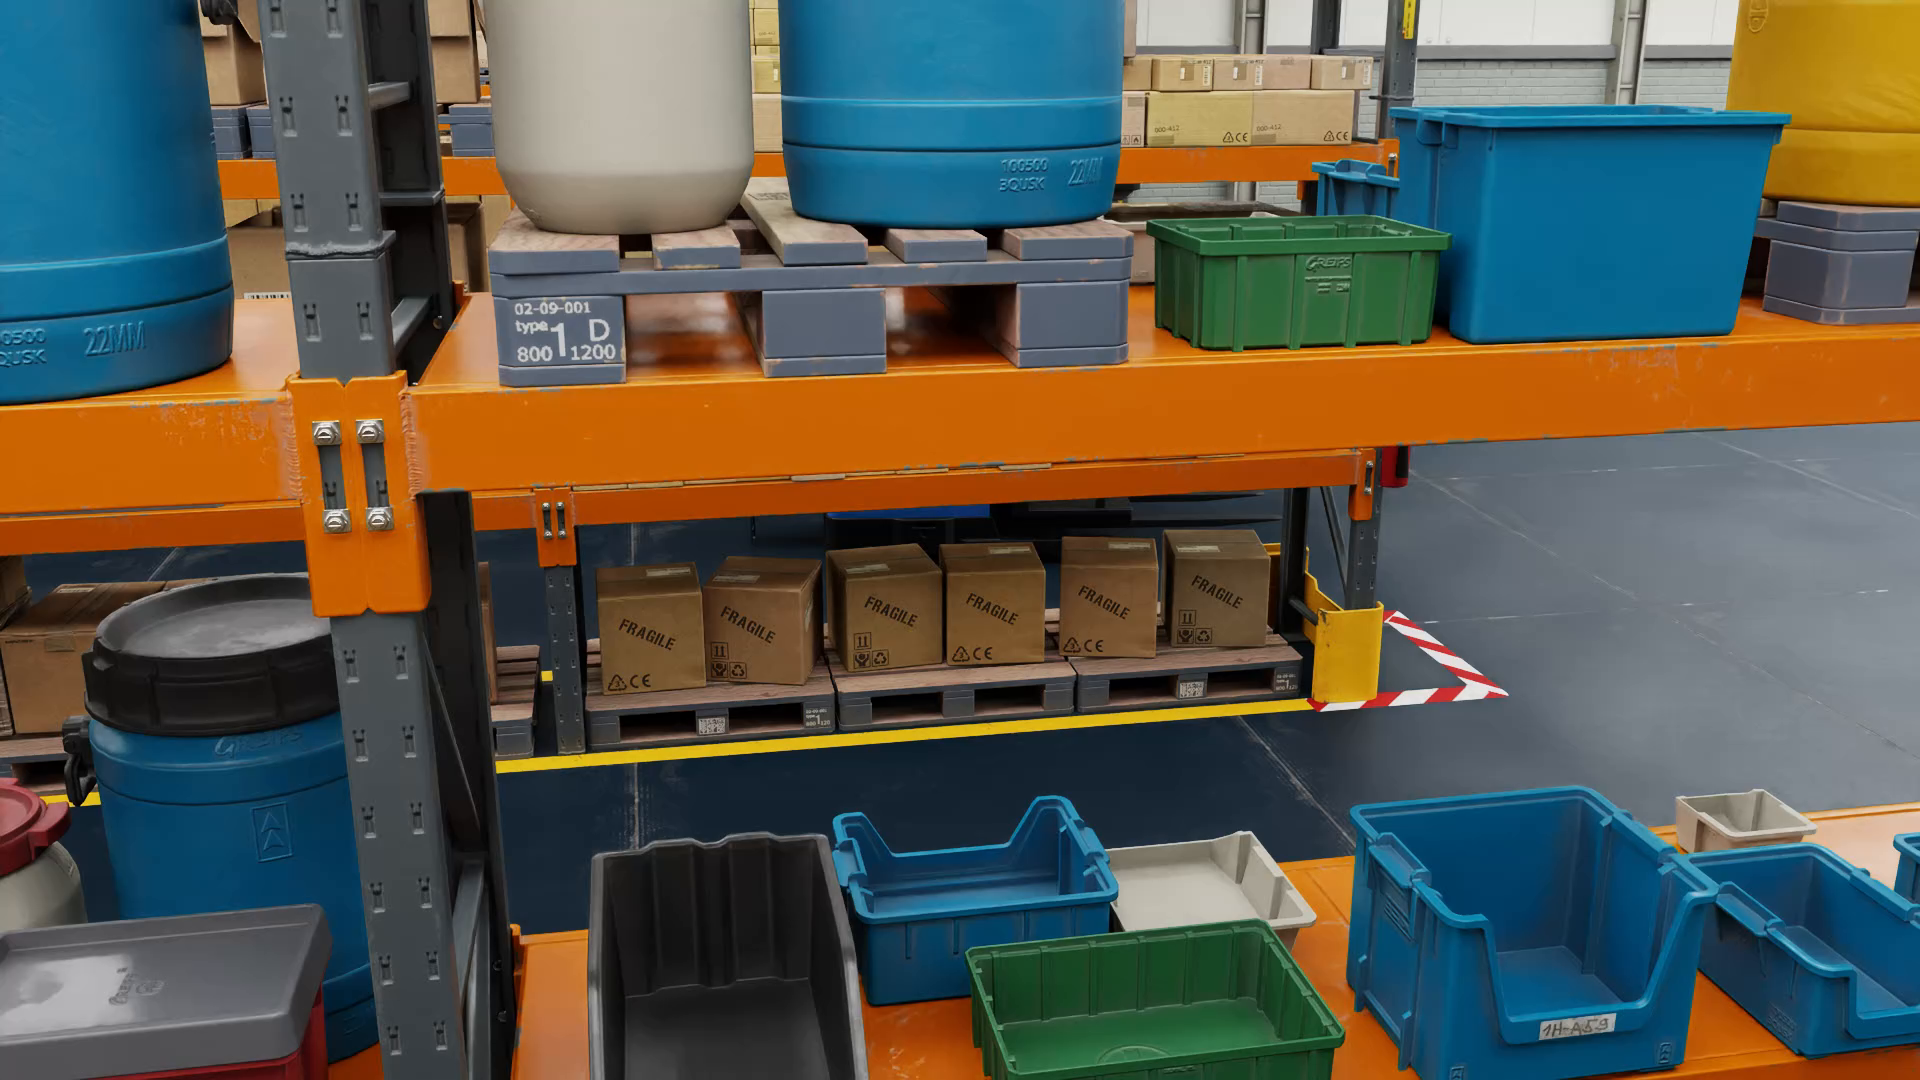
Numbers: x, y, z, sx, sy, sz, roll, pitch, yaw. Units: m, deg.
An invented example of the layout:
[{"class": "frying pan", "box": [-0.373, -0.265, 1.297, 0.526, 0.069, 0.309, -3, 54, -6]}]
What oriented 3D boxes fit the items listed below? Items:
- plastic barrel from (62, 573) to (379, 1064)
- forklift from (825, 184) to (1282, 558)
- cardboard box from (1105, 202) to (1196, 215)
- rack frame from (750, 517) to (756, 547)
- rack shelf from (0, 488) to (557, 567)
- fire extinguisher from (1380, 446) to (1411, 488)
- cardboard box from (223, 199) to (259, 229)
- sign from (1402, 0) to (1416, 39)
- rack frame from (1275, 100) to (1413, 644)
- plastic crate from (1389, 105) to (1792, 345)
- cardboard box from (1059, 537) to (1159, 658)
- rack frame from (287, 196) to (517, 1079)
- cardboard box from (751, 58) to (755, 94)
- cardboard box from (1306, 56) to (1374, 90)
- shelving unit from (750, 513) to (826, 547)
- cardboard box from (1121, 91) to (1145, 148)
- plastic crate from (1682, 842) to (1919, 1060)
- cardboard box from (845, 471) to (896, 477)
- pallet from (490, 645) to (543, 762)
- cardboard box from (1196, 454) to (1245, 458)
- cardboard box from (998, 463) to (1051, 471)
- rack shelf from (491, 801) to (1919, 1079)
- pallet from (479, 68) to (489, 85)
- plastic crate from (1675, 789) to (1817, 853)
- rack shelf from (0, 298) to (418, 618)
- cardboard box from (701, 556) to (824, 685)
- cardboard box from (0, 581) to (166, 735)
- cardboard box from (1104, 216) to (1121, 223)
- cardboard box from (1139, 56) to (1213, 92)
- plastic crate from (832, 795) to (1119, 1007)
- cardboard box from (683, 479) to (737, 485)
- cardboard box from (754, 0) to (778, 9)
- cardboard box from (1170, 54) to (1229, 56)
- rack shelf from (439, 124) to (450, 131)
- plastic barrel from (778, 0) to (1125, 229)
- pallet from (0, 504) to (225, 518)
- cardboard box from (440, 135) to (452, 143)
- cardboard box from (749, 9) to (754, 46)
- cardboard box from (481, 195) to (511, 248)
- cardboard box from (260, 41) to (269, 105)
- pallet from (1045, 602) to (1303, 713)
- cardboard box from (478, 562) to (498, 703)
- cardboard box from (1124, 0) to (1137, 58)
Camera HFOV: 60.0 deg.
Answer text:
[{"class": "plastic barrel", "box": [-1.449, 0.575, 3.476, 0.708, 0.901, 0.600, -3, 17, -10]}, {"class": "forklift", "box": [0.622, -1.409, 10.907, 3.031, 2.935, 1.130, -1, 17, -2]}, {"class": "cardboard box", "box": [0.892, -1.460, 8.576, 0.500, 0.500, 0.500, -3, 17, -10]}, {"class": "rack frame", "box": [-1.401, -0.560, 11.092, 0.015, 1.200, 0.240, -1, 17, -2]}, {"class": "rack shelf", "box": [-3.915, -0.092, 7.727, 4.000, 0.370, 1.077, -3, 17, -10]}, {"class": "fire extinguisher", "box": [2.176, -0.606, 8.309, 0.183, 0.674, 0.296, -3, 17, -10]}, {"class": "cardboard box", "box": [-5.278, -2.365, 12.031, 0.500, 0.500, 0.700, -4, 17, -11]}, {"class": "sign", "box": [2.061, -2.466, 7.614, 0.005, 0.325, 0.100, -3, 17, -10]}, {"class": "rack frame", "box": [1.976, -0.770, 8.709, 0.127, 3.000, 1.000, -3, 17, -10]}, {"class": "plastic crate", "box": [1.100, -0.575, 2.994, 0.575, 0.384, 0.392, -3, 17, -10]}, {"class": "cardboard box", "box": [0.779, 0.297, 8.777, 0.500, 0.500, 0.500, 1, 17, 4]}, {"class": "rack frame", "box": [-1.012, 0.881, 3.335, 0.127, 3.000, 1.000, -3, 17, -10]}, {"class": "cardboard box", "box": [-1.054, -2.073, 7.418, 0.250, 0.149, 0.380, -3, 17, -10]}, {"class": "cardboard box", "box": [1.762, -2.217, 7.889, 0.250, 0.149, 0.380, -3, 17, -10]}, {"class": "shelving unit", "box": [-1.157, -0.563, 11.101, 0.503, 1.200, 0.258, -1, 17, -2]}, {"class": "cardboard box", "box": [0.556, -1.977, 7.787, 0.500, 0.250, 0.500, -3, 17, -9]}, {"class": "plastic crate", "box": [1.842, 0.878, 3.599, 0.408, 0.251, 0.499, -3, 17, -10]}, {"class": "cardboard box", "box": [-0.461, -0.429, 8.027, 0.250, 0.149, 0.380, -3, 17, -10]}, {"class": "pallet", "box": [-2.716, 0.830, 8.251, 1.213, 0.211, 1.003, -3, 17, -10]}, {"class": "cardboard box", "box": [1.254, -0.532, 8.362, 0.250, 0.149, 0.380, -3, 17, -10]}, {"class": "cardboard box", "box": [0.282, -0.461, 8.130, 0.250, 0.149, 0.380, -3, 17, -10]}, {"class": "rack shelf", "box": [0.952, 1.113, 3.804, 4.000, 0.370, 1.077, -3, 17, -10]}, {"class": "pallet", "box": [-4.458, -4.744, 16.860, 1.003, 0.211, 1.213, -3, 17, -10]}, {"class": "plastic crate", "box": [1.976, 0.741, 4.239, 0.250, 0.136, 0.298, -3, 17, -10]}, {"class": "rack shelf", "box": [-2.976, -0.098, 2.638, 4.000, 0.370, 1.077, -3, 17, -10]}, {"class": "cardboard box", "box": [-0.990, 0.402, 8.435, 0.500, 0.500, 0.500, 2, 17, 7]}, {"class": "cardboard box", "box": [-4.127, 0.549, 7.923, 0.500, 0.500, 0.700, -2, 17, -6]}, {"class": "cardboard box", "box": [0.502, -1.279, 7.988, 0.500, 0.500, 0.500, -3, 17, -10]}, {"class": "cardboard box", "box": [0.995, -2.169, 7.732, 0.250, 0.149, 0.380, -3, 17, -10]}, {"class": "plastic crate", "box": [0.023, 0.812, 3.813, 0.616, 0.251, 0.499, -3, 17, -10]}, {"class": "cardboard box", "box": [-1.195, -0.384, 7.882, 0.250, 0.149, 0.380, -3, 17, -10]}, {"class": "cardboard box", "box": [-1.371, -3.906, 11.994, 0.250, 0.149, 0.380, -3, 17, -10]}, {"class": "cardboard box", "box": [1.164, -2.338, 8.282, 0.250, 0.149, 0.380, -4, 17, -11]}, {"class": "rack shelf", "box": [-4.757, -2.961, 11.960, 4.000, 0.370, 1.077, -3, 17, -10]}, {"class": "plastic barrel", "box": [-0.014, -1.018, 2.840, 0.708, 0.901, 0.600, -3, 17, -10]}, {"class": "pallet", "box": [-3.943, -0.355, 7.684, 1.213, 0.211, 1.003, -3, 17, -10]}, {"class": "cardboard box", "box": [-5.181, -3.950, 16.565, 0.250, 0.149, 0.380, -4, 18, -13]}, {"class": "cardboard box", "box": [-1.765, -3.711, 12.038, 0.500, 0.250, 0.500, -3, 17, -11]}, {"class": "cardboard box", "box": [-3.280, -2.479, 12.401, 0.500, 0.500, 0.700, -4, 17, -11]}, {"class": "cardboard box", "box": [-2.855, -2.036, 7.237, 0.258, 0.266, 0.396, -3, 17, -8]}, {"class": "pallet", "box": [1.097, 0.602, 8.991, 1.213, 0.211, 1.003, -3, 17, -10]}, {"class": "cardboard box", "box": [-2.558, 0.466, 8.195, 0.500, 0.500, 0.700, -5, 18, -15]}, {"class": "cardboard box", "box": [0.502, -2.473, 7.619, 0.500, 0.500, 0.500, -3, 17, -10]}]
